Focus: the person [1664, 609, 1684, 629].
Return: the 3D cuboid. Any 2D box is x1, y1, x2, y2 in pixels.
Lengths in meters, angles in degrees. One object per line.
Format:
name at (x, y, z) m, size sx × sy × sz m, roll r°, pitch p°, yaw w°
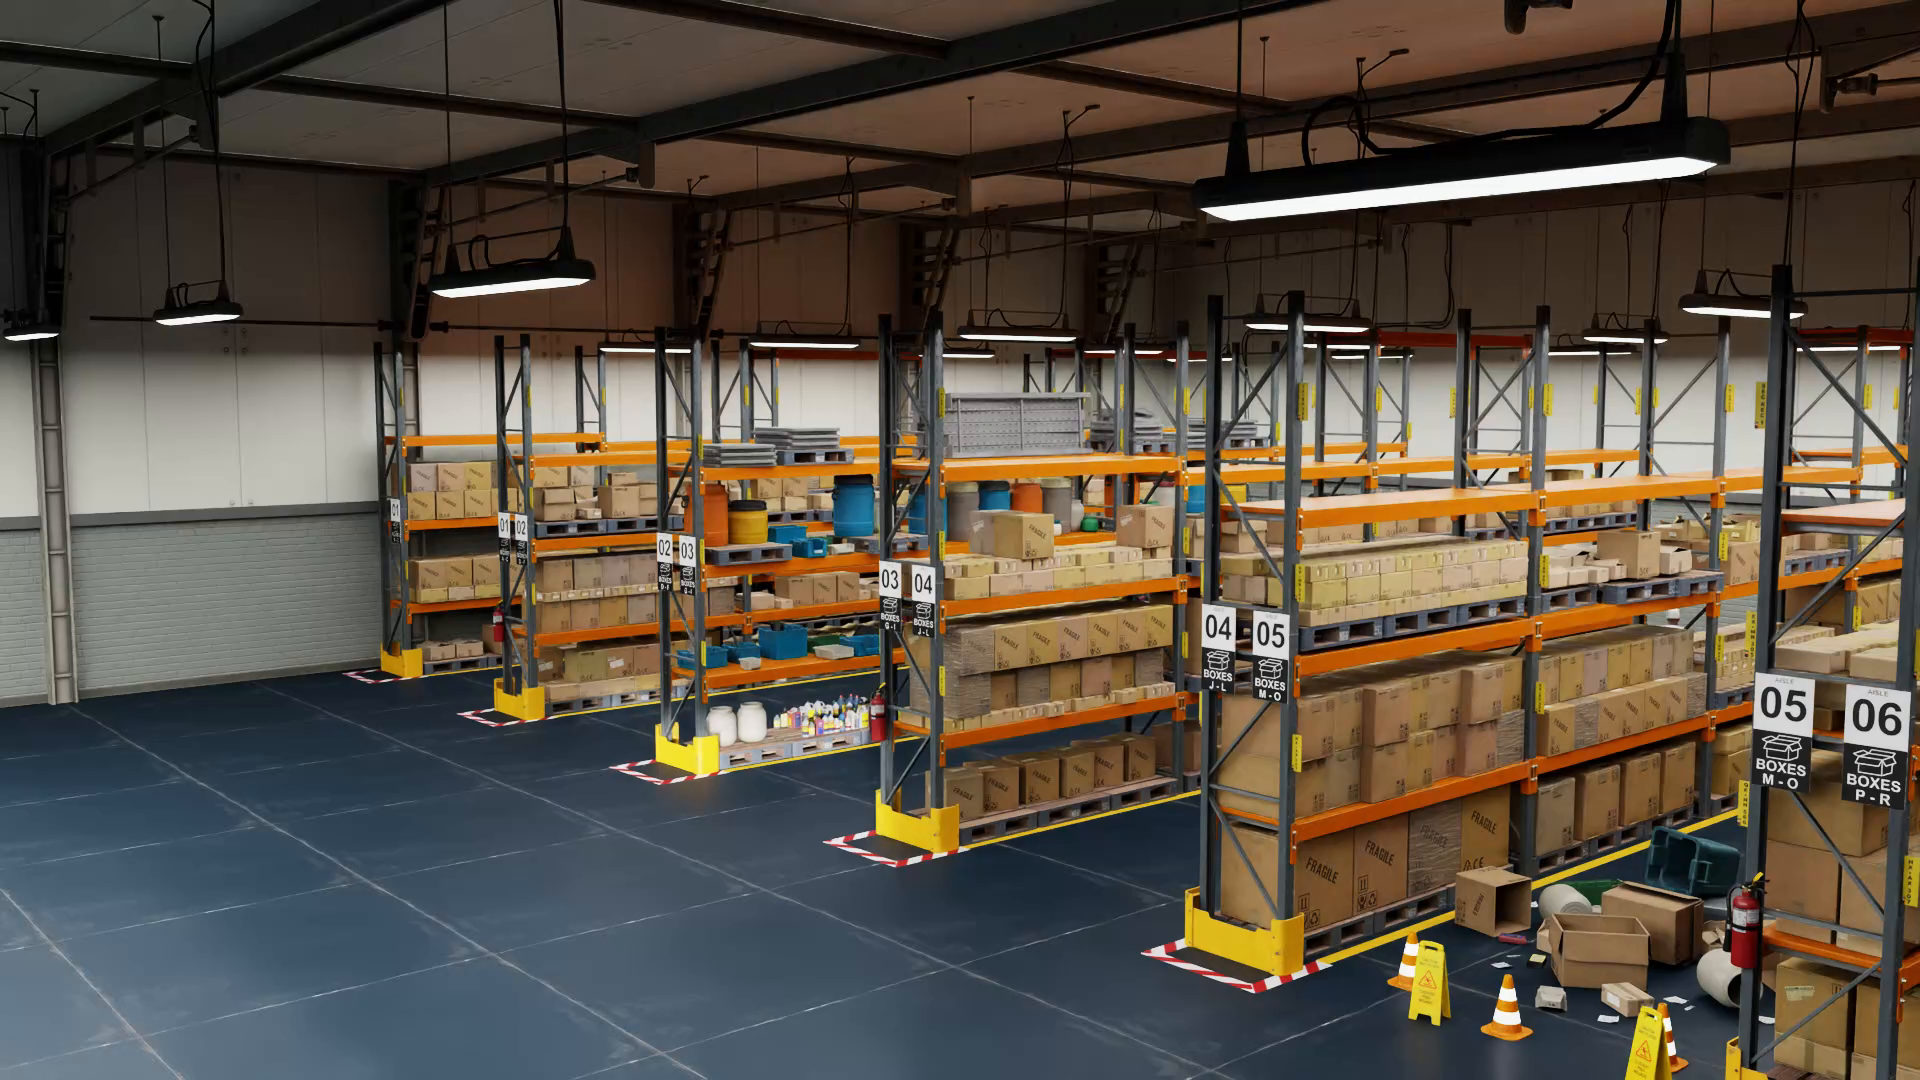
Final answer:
person at (10.976, 1.940, 25.672) m, size 0.609 × 1.785 × 0.467 m, roll 1°, pitch 5°, yaw 13°
